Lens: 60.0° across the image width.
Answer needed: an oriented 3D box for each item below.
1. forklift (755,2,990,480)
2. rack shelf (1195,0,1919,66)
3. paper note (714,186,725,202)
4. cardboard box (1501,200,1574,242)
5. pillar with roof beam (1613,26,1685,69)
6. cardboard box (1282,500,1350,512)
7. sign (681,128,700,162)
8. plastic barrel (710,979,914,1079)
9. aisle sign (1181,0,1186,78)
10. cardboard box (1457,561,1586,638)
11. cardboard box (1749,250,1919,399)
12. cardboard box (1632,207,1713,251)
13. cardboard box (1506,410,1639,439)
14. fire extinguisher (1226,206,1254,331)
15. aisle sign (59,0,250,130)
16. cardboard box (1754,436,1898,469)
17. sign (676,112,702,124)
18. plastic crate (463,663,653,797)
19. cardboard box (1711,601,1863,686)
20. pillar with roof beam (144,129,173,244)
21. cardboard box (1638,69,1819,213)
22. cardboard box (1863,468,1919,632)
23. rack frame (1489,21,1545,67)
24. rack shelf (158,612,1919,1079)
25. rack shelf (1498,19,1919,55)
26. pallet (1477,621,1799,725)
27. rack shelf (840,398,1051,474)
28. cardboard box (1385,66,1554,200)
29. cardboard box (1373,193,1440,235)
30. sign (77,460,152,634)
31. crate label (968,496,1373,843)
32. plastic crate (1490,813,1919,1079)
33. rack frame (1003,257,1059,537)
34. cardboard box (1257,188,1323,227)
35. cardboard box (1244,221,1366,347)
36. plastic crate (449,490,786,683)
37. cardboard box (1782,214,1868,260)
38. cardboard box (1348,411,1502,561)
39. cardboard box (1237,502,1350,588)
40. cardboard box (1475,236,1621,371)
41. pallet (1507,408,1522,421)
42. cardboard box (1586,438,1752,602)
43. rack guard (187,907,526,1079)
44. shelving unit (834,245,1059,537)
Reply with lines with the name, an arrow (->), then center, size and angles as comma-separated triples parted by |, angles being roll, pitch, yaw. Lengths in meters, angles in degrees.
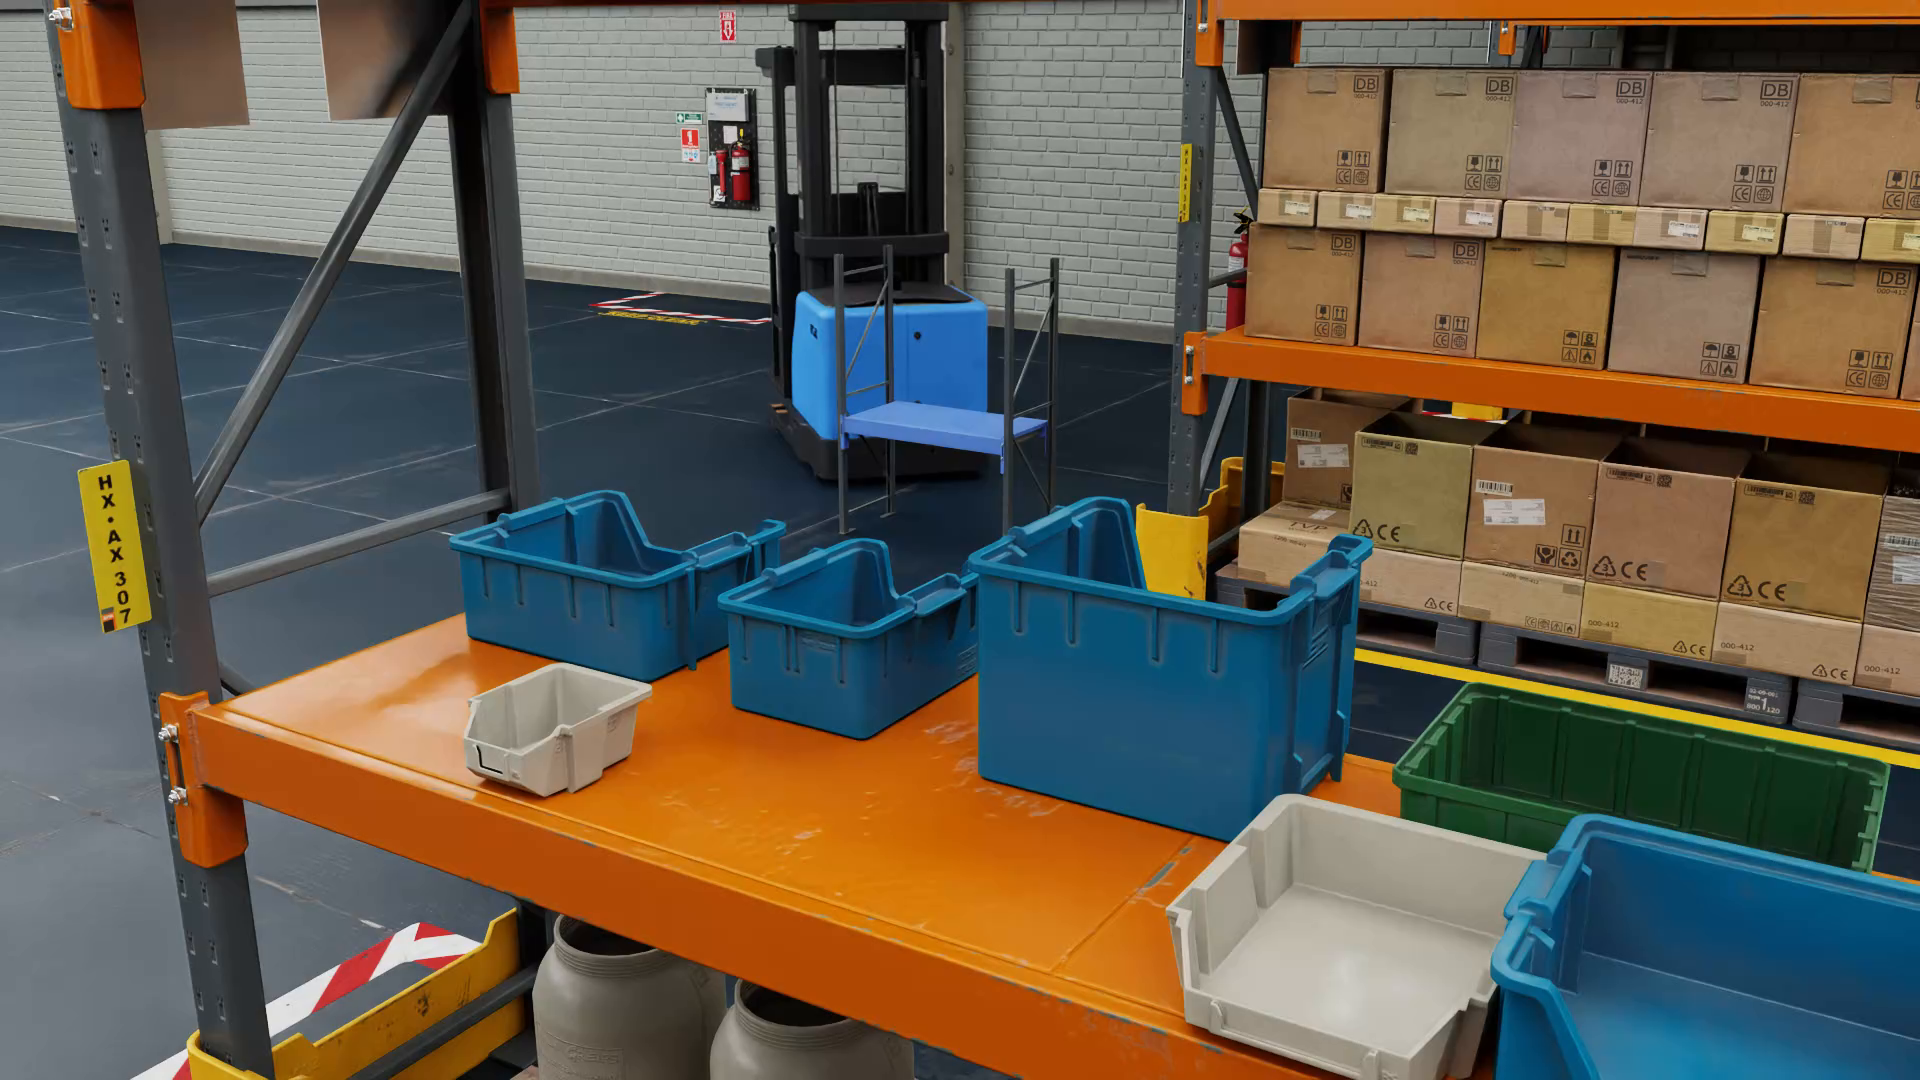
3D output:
forklift -> -0.703, -2.144, 10.897 | 1.130, 2.935, 3.031 | -5, 17, -15
rack shelf -> 2.966, -2.003, 6.391 | 4.000, 0.370, 1.077 | 10, 20, 30
paper note -> -2.413, -3.472, 16.665 | 0.142, 0.148, 0.016 | 10, 20, 30
cardboard box -> 2.364, -1.305, 6.727 | 0.250, 0.149, 0.380 | 9, 19, 28
pillar with roof beam -> 2.647, -4.356, 7.737 | 0.400, 9.000, 9.100 | 10, 20, 30
cardboard box -> 1.873, -0.093, 8.035 | 0.500, 0.250, 0.500 | 10, 20, 30
sign -> -2.715, -3.976, 16.748 | 0.234, 0.329, 0.001 | 10, 20, 30
plastic barrel -> -0.306, 1.157, 3.469 | 0.421, 0.512, 0.421 | 0, 17, 0
aisle sign -> 1.046, -2.394, 7.129 | 0.004, 0.787, 0.394 | 10, 20, 30
cardboard box -> 2.456, 0.187, 7.114 | 0.500, 0.250, 0.500 | 10, 20, 30
cardboard box -> 3.411, -0.877, 6.437 | 0.500, 0.500, 0.700 | 10, 20, 31
cardboard box -> 2.793, -1.227, 6.473 | 0.250, 0.149, 0.380 | 10, 20, 31
cardboard box -> 2.734, -0.304, 7.439 | 0.500, 0.500, 0.500 | 10, 20, 30
fire extinguisher -> 1.404, -1.312, 8.173 | 0.183, 0.674, 0.296 | 10, 20, 30
aisle sign -> -1.548, -1.172, 3.106 | 0.004, 0.787, 0.394 | 10, 20, 30
cardboard box -> 3.587, -0.152, 6.939 | 0.500, 0.500, 0.500 | 10, 20, 30
sign -> -2.716, -4.227, 16.662 | 0.331, 0.109, 0.001 | 10, 20, 30
plastic crate -> -0.739, 0.352, 3.015 | 0.250, 0.136, 0.298 | 10, 20, 30
cardboard box -> 3.306, 0.340, 6.610 | 0.500, 0.250, 0.500 | 10, 20, 30
pillar with roof beam -> -12.691, -7.094, 16.751 | 0.400, 9.000, 9.100 | 10, 20, 30
cardboard box -> 3.006, -1.571, 6.489 | 0.500, 0.500, 0.700 | 10, 20, 30
cardboard box -> 3.741, 0.053, 6.264 | 0.500, 0.500, 0.500 | 10, 20, 30
rack frame -> 3.851, -2.444, 11.765 | 0.127, 3.000, 1.000 | 10, 20, 30
rack shelf -> 0.371, 0.659, 2.790 | 4.000, 0.370, 1.077 | 10, 20, 30
rack shelf -> 5.555, -3.230, 10.432 | 4.000, 0.370, 1.077 | 10, 20, 30
pallet -> 2.971, 0.410, 7.169 | 1.213, 0.211, 1.003 | 10, 20, 30
rack shelf -> -0.073, -0.558, 8.758 | 1.000, 0.185, 0.538 | 10, 20, 30
cardboard box -> 2.149, -1.724, 6.991 | 0.500, 0.500, 0.700 | 10, 19, 29
cardboard box -> 1.922, -1.384, 6.987 | 0.250, 0.149, 0.380 | 10, 20, 30
sign -> -1.625, 0.013, 3.200 | 0.005, 0.325, 0.100 | 10, 20, 30
crate label -> 0.376, 0.206, 2.981 | 0.616, 0.435, 0.502 | 10, 20, 30
plastic crate -> 0.990, 0.589, 2.038 | 0.616, 0.251, 0.499 | 10, 20, 30
rack frame -> 0.360, -0.653, 8.451 | 0.032, 1.500, 0.500 | 10, 20, 30
cardboard box -> 1.484, -1.461, 7.243 | 0.250, 0.149, 0.380 | 10, 20, 30
cardboard box -> 1.653, -1.190, 7.465 | 0.500, 0.500, 0.700 | 10, 20, 30
plastic crate -> -0.750, 0.083, 3.702 | 0.616, 0.251, 0.499 | 10, 20, 30
cardboard box -> 3.245, -1.148, 6.211 | 0.250, 0.149, 0.380 | 11, 20, 32
cardboard box -> 2.029, -0.248, 7.255 | 0.500, 0.500, 0.500 | 10, 20, 30
cardboard box -> 1.602, 0.035, 7.613 | 0.500, 0.250, 0.500 | 10, 20, 30
cardboard box -> 2.523, -1.034, 6.953 | 0.500, 0.500, 0.700 | 10, 20, 30
pallet -> 4.590, -0.965, 11.696 | 1.213, 0.211, 1.003 | 10, 20, 30
cardboard box -> 2.879, -0.095, 6.750 | 0.500, 0.500, 0.500 | 10, 20, 30
rack guard -> -1.244, 1.206, 4.051 | 0.348, 0.500, 1.175 | 10, 20, 30
shelving unit -> -0.073, -0.731, 8.706 | 1.048, 1.500, 0.538 | 10, 20, 30
